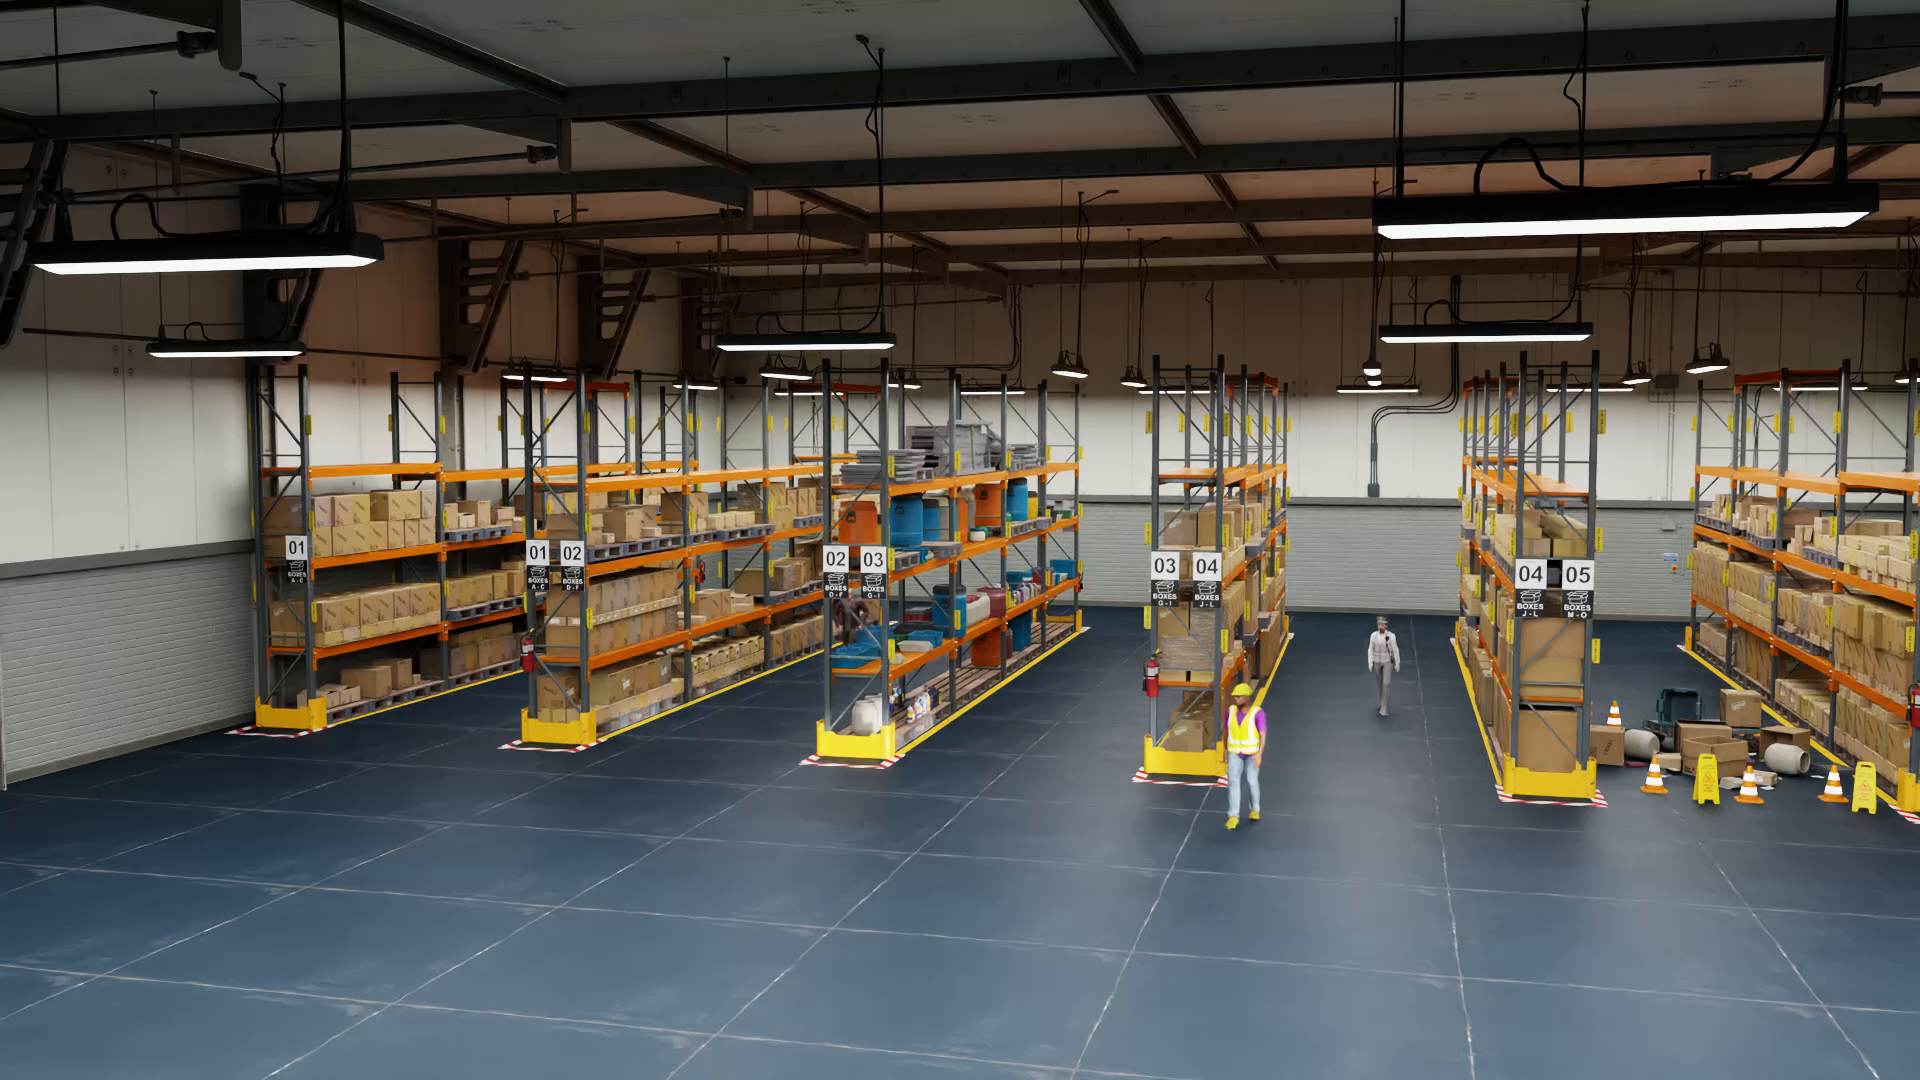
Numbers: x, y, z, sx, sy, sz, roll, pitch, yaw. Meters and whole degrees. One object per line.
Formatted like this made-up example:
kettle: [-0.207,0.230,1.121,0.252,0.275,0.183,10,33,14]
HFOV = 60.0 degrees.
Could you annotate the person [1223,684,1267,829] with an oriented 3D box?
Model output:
person: [3.532,2.679,20.831,0.607,1.746,0.849,2,4,27]

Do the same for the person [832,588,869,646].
person: [-2.235,1.815,34.116,0.698,1.690,0.674,2,4,24]

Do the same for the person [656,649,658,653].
person: [-6.560,1.735,35.011,0.626,1.727,0.696,0,4,6]

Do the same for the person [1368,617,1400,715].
person: [7.374,2.158,29.054,0.519,1.652,0.867,3,5,36]
